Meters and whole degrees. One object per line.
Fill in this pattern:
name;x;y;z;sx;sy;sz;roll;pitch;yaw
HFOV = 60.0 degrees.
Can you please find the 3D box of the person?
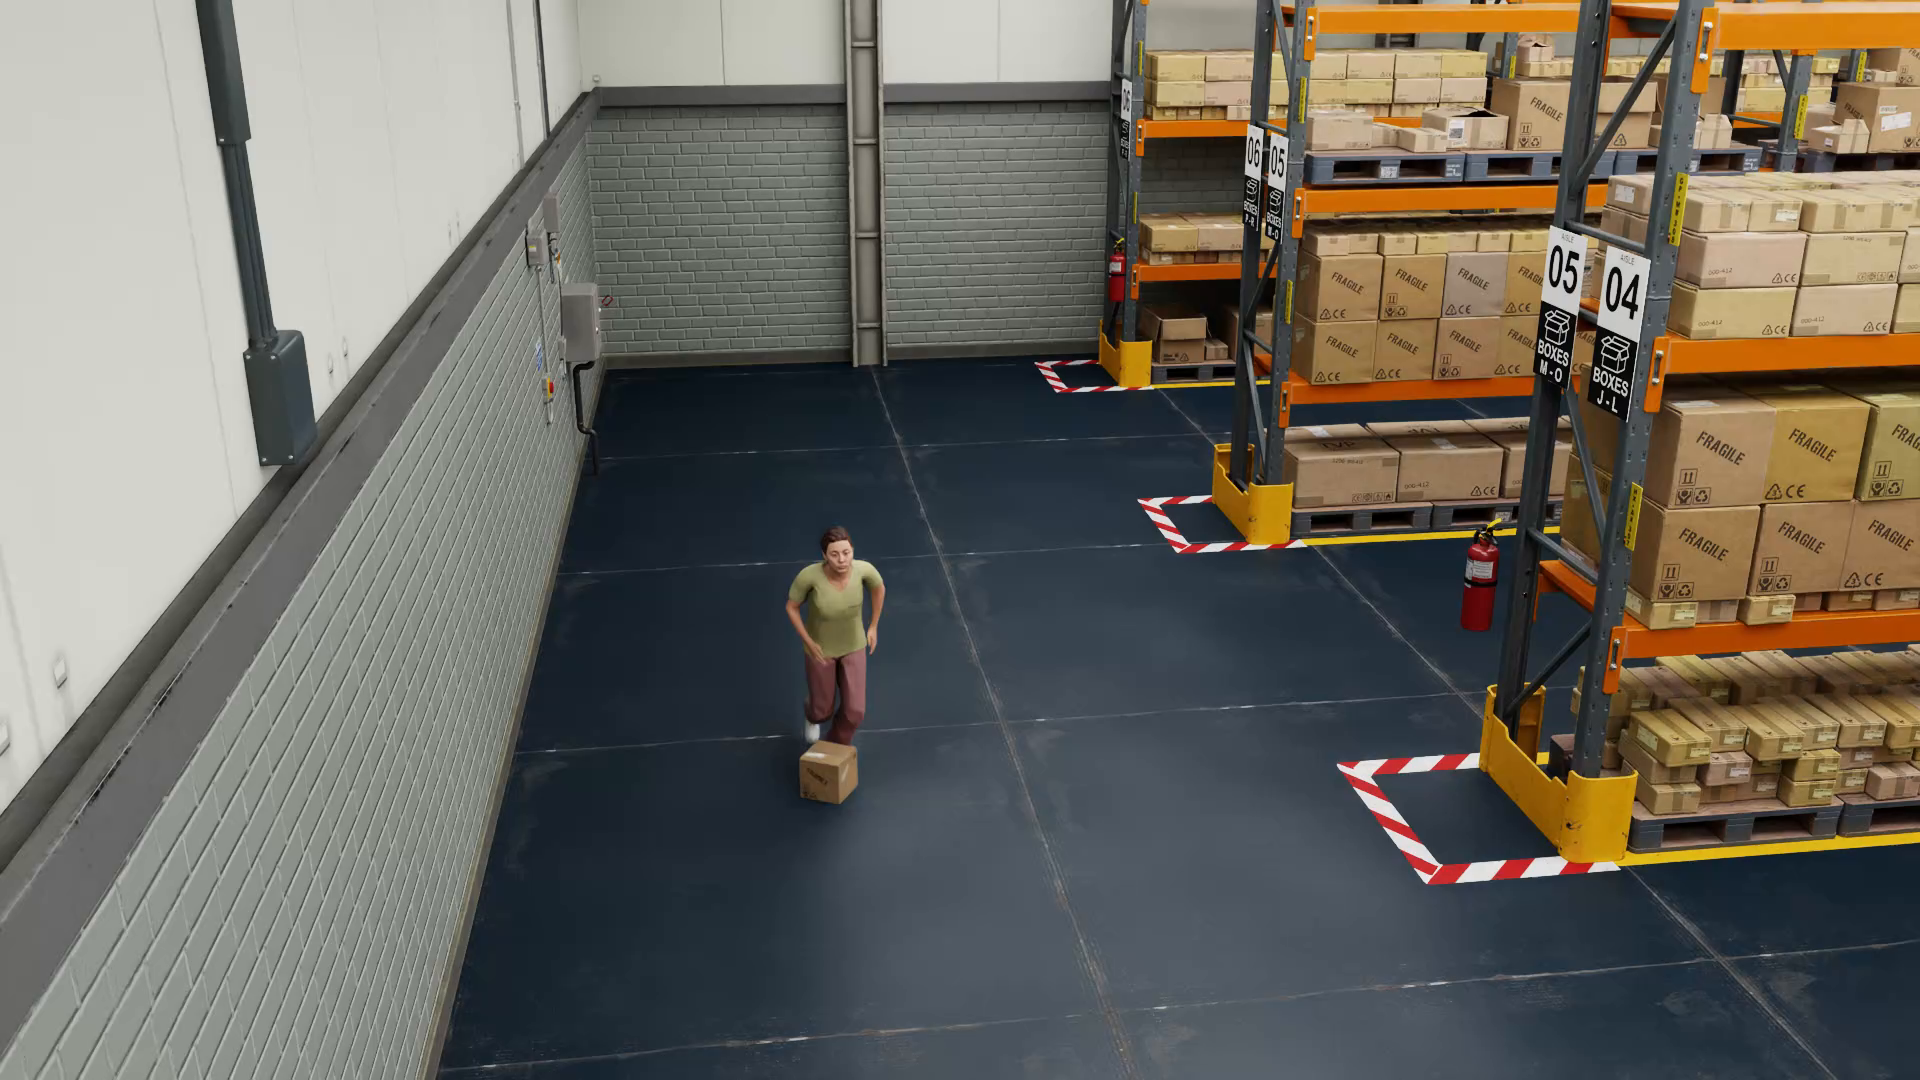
person;-0.723;0.592;9.608;0.585;1.581;0.752;-5;21;-13
